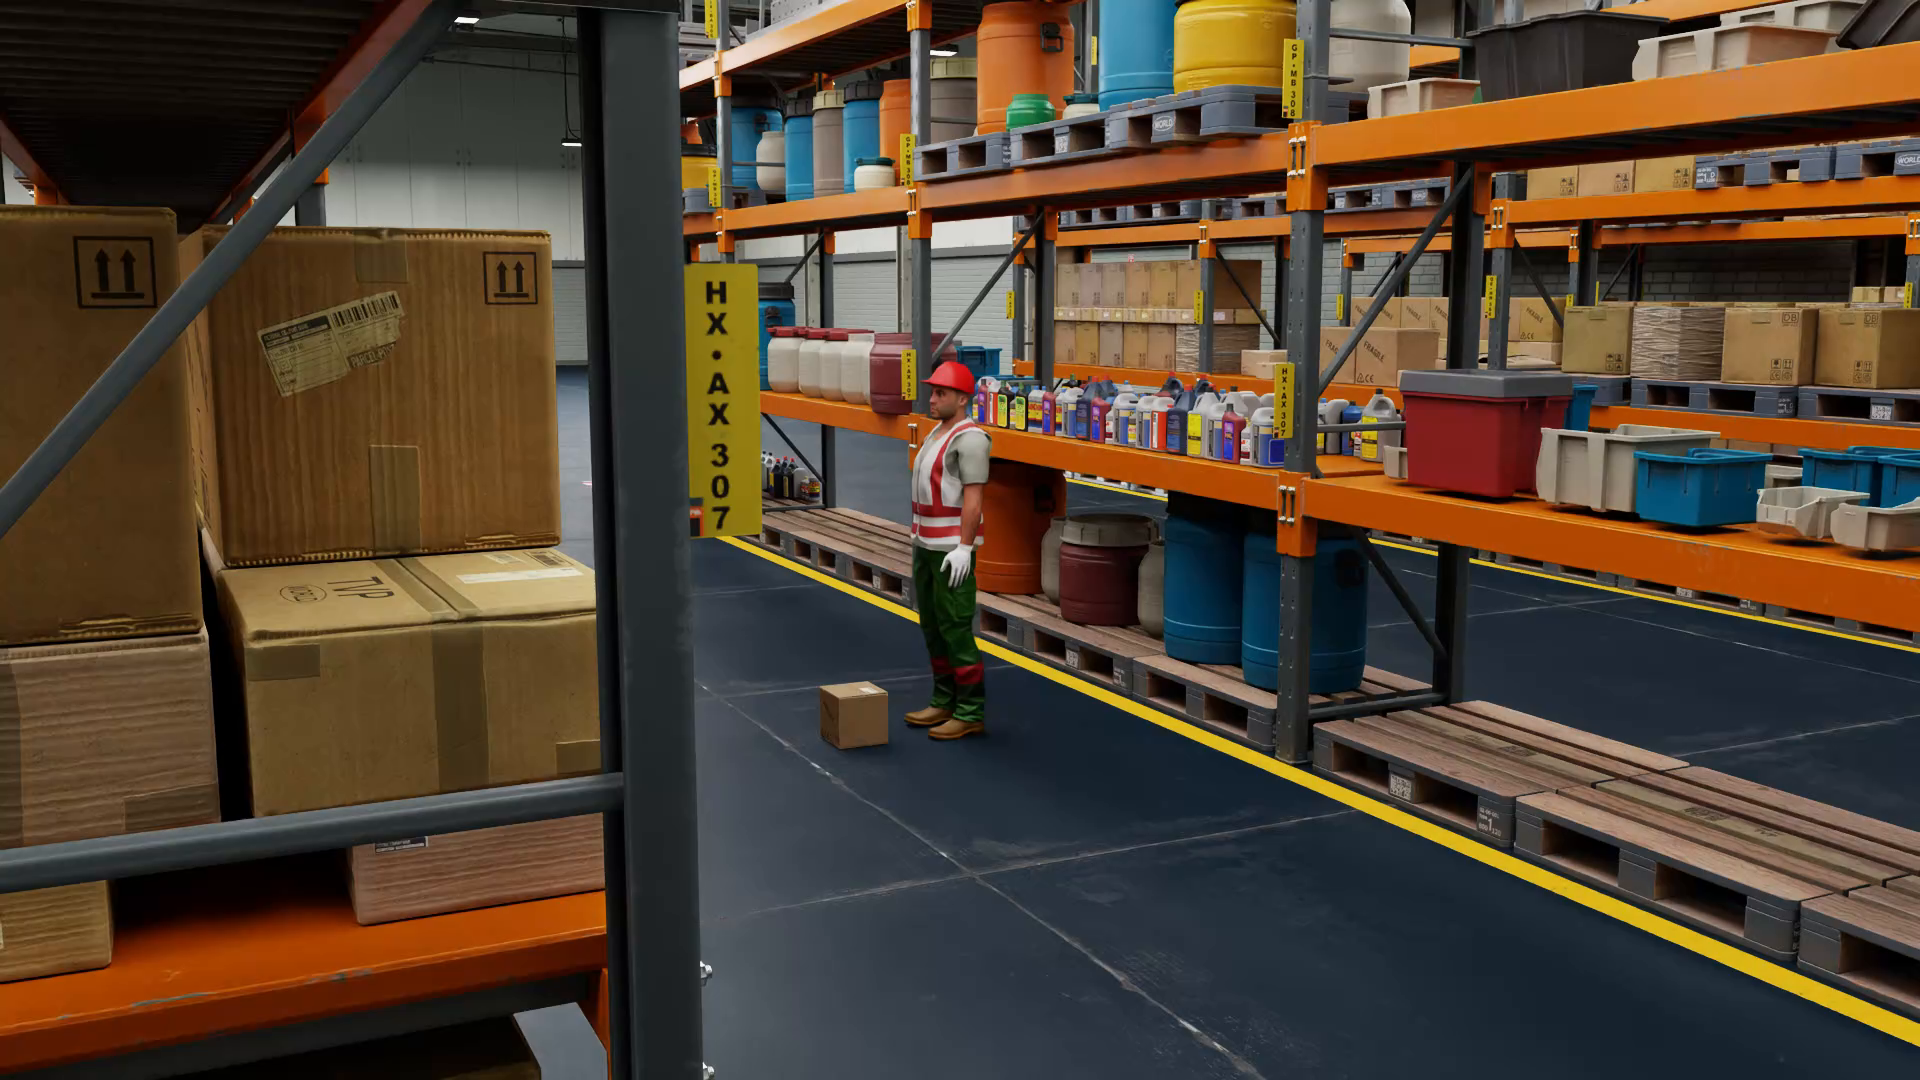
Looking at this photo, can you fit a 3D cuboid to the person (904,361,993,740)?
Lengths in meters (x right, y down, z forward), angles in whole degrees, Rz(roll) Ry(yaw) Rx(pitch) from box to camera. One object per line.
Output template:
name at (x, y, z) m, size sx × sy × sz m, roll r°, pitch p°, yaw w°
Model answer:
person at (-0.060, 0.041, 7.979) m, size 0.337 × 1.789 × 0.524 m, roll -4°, pitch 9°, yaw -24°
